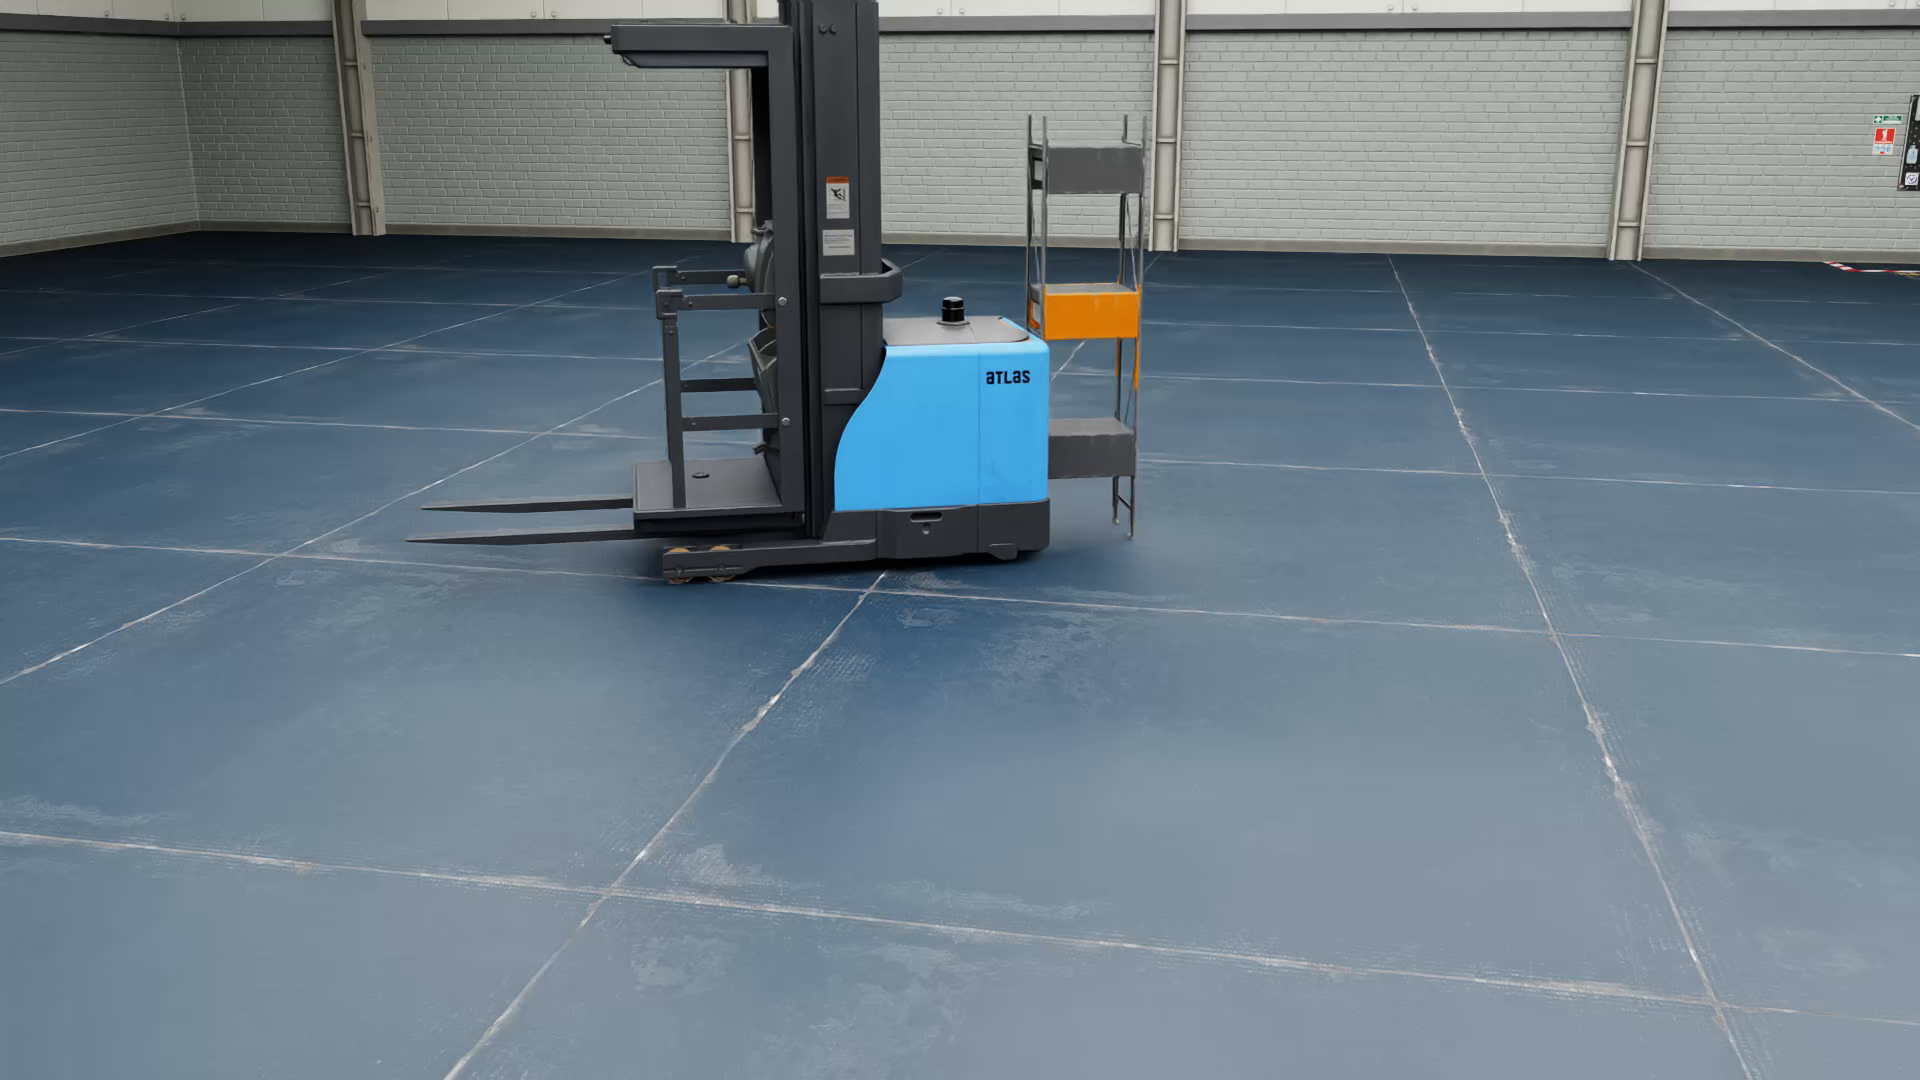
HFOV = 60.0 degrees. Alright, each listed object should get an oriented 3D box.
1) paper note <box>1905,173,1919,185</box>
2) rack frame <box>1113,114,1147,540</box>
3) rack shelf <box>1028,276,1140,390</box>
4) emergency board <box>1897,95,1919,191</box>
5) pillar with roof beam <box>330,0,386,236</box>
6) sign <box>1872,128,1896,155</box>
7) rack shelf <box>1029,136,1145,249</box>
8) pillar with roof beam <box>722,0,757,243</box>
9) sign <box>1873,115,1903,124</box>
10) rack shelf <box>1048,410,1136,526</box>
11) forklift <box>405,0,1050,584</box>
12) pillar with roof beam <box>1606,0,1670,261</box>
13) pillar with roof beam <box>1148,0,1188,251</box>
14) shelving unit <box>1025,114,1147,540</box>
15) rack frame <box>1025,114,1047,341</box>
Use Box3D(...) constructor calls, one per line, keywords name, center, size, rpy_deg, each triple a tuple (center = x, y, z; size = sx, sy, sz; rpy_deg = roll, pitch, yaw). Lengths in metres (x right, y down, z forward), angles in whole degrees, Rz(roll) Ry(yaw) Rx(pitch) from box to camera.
Box3D(name="paper note", center=(11.991, -4.549, 20.946), size=(0.142, 0.148, 0.016), rpy_deg=(3, 16, 11))
Box3D(name="rack frame", center=(0.855, -1.065, 8.402), size=(0.015, 2.100, 0.400), rpy_deg=(-2, 16, -9))
Box3D(name="rack shelf", center=(0.614, -1.041, 8.369), size=(0.480, 0.518, 0.431), rpy_deg=(-2, 16, -9))
Box3D(name="emergency board", center=(12.146, -4.951, 20.748), size=(0.626, 1.169, 0.157), rpy_deg=(3, 16, 11))
Box3D(name="pillar with roof beam", center=(-9.812, -7.846, 19.961), size=(0.400, 9.000, 9.100), rpy_deg=(3, 16, 11))
Box3D(name="sign", center=(11.630, -5.020, 20.928), size=(0.234, 0.329, 0.001), rpy_deg=(3, 16, 11))
Box3D(name="rack shelf", center=(0.614, -1.716, 8.182), size=(0.480, 0.518, 0.431), rpy_deg=(-2, 16, -9))
Box3D(name="pillar with roof beam", center=(-3.932, -7.527, 18.809), size=(0.400, 9.000, 9.100), rpy_deg=(3, 16, 11))
Box3D(name="sign", center=(11.632, -5.273, 20.848), size=(0.331, 0.109, 0.001), rpy_deg=(3, 16, 11))
Box3D(name="rack shelf", center=(0.614, -0.367, 8.556), size=(0.480, 0.518, 0.431), rpy_deg=(-2, 16, -9))
Box3D(name="forklift", center=(-1.131, -1.360, 7.912), size=(3.031, 2.935, 1.130), rpy_deg=(-3, 16, -11))
Box3D(name="pillar with roof beam", center=(7.827, -6.889, 16.504), size=(0.400, 9.000, 9.100), rpy_deg=(3, 16, 11))
Box3D(name="pillar with roof beam", center=(1.948, -7.208, 17.656), size=(0.400, 9.000, 9.100), rpy_deg=(3, 16, 11))
Box3D(name="shelving unit", center=(0.614, -1.054, 8.365), size=(0.503, 2.100, 0.431), rpy_deg=(-2, 16, -9))
Box3D(name="rack frame", center=(0.373, -1.044, 8.328), size=(0.015, 2.100, 0.400), rpy_deg=(-2, 16, -9))
